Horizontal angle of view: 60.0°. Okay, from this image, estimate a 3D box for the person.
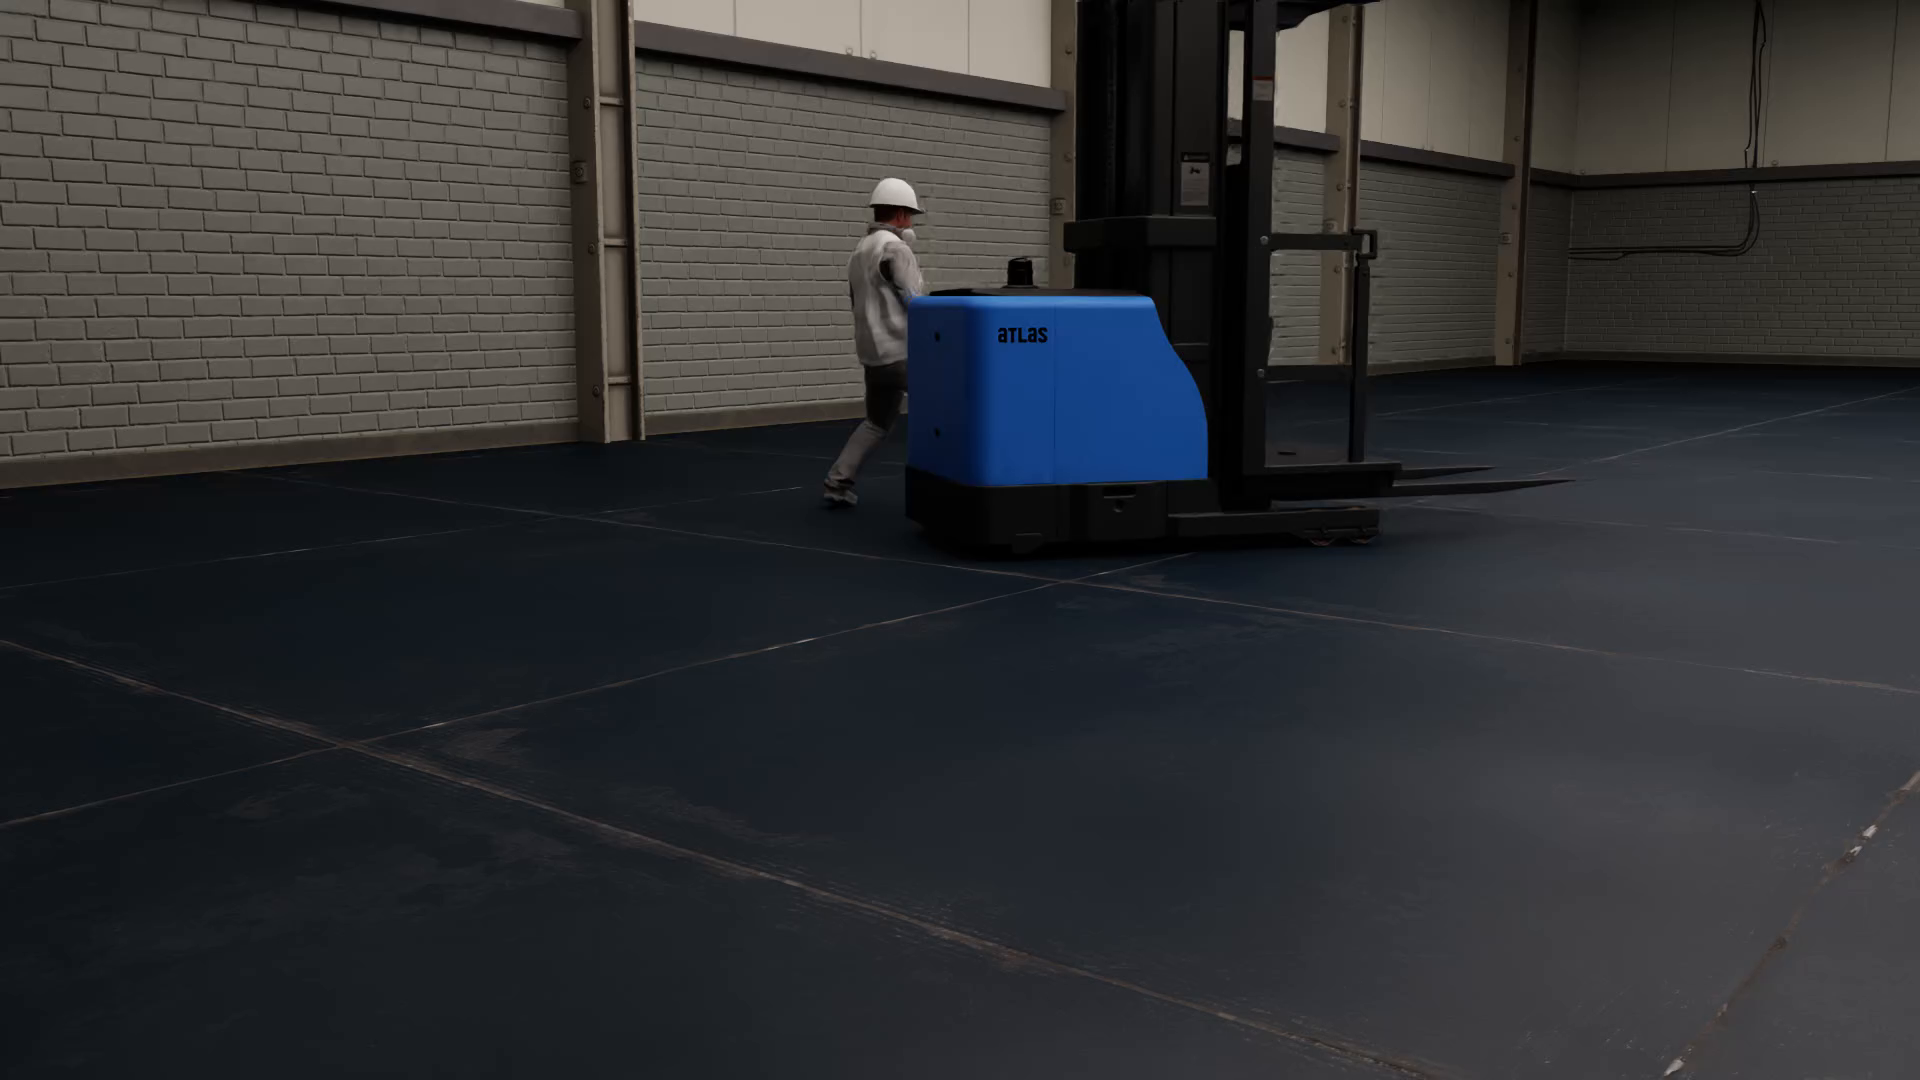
[{"bbox_3d":[-0.301,-0.972,8.330,0.677,1.646,0.937,-4,9,-28],"label":"person"}]

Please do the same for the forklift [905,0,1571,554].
[{"bbox_3d":[1.324,-1.491,7.474,3.031,2.935,1.130,-3,9,-17],"label":"forklift"}]
